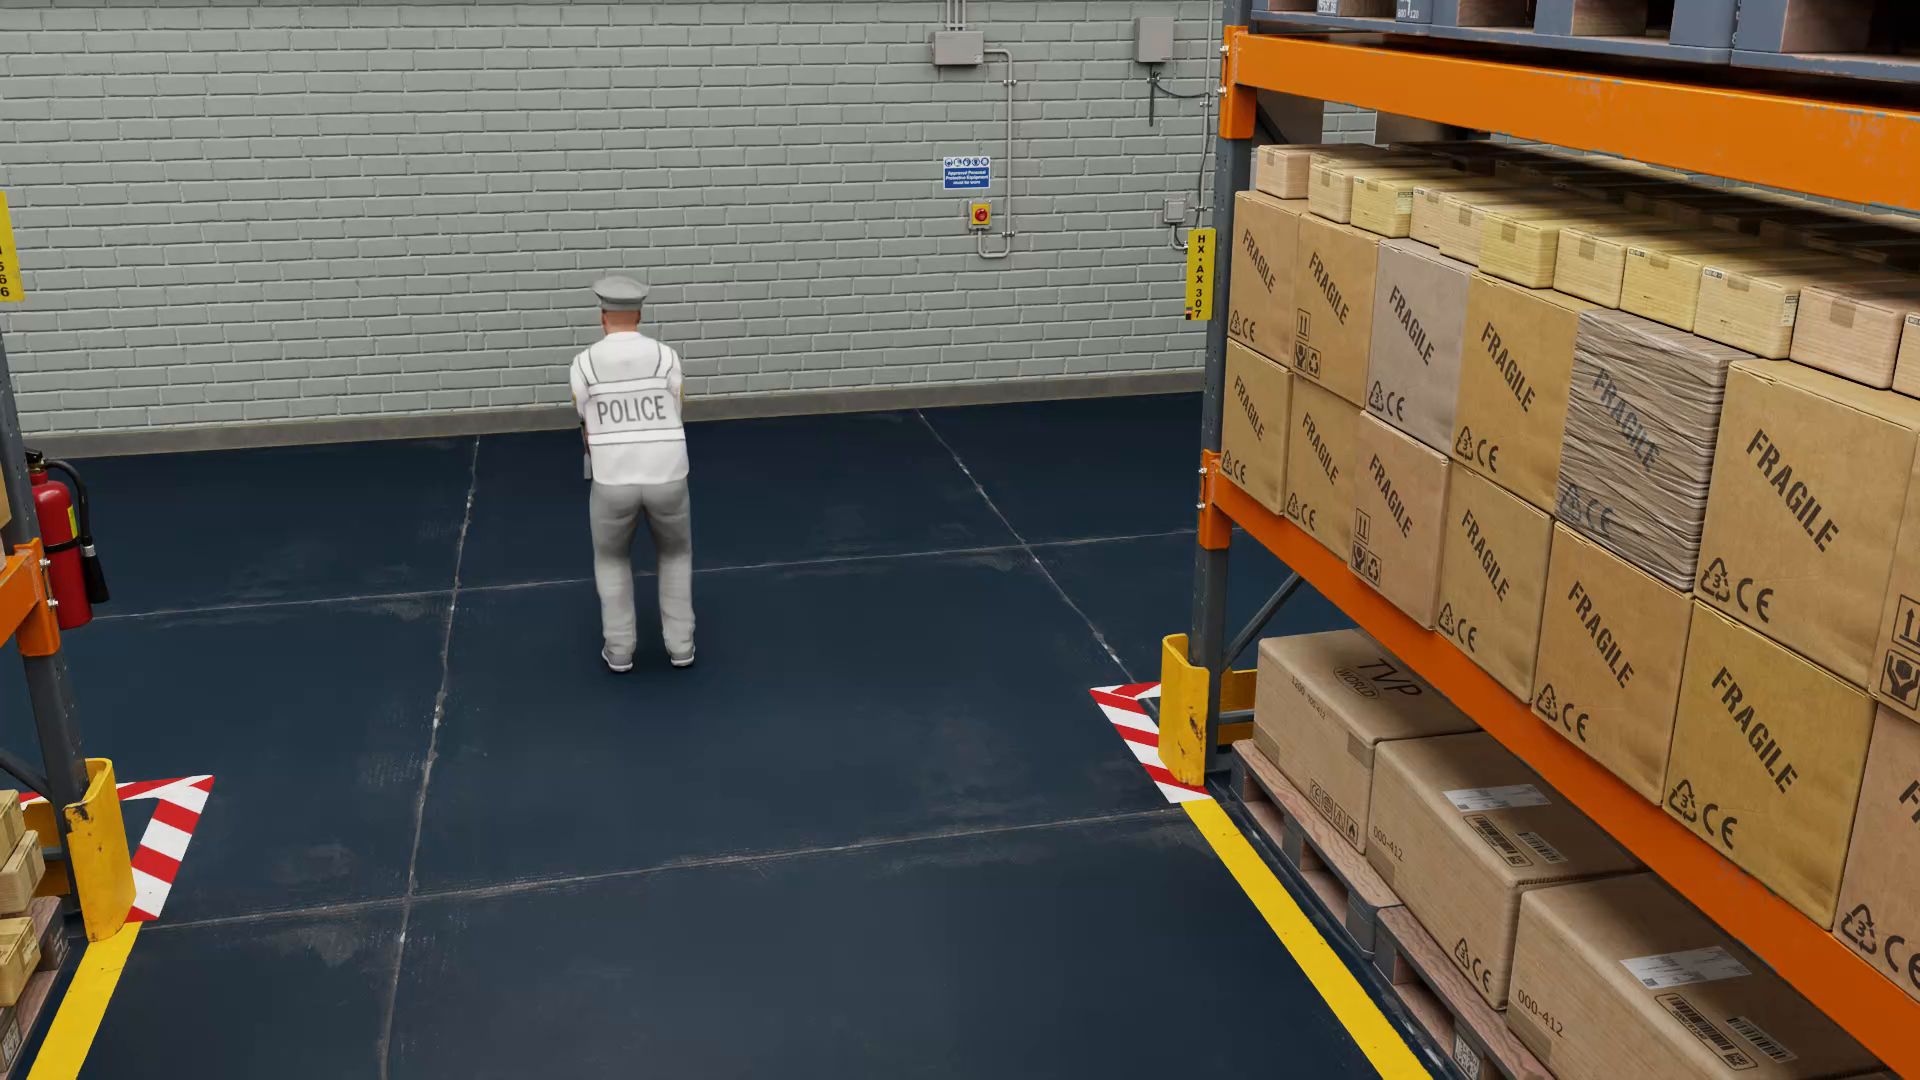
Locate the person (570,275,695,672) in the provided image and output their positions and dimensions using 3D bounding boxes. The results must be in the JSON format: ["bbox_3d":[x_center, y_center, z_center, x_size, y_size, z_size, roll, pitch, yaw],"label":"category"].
[{"bbox_3d":[-1.453,-0.288,7.402,0.483,1.741,0.597,-5,20,-13],"label":"person"}]
